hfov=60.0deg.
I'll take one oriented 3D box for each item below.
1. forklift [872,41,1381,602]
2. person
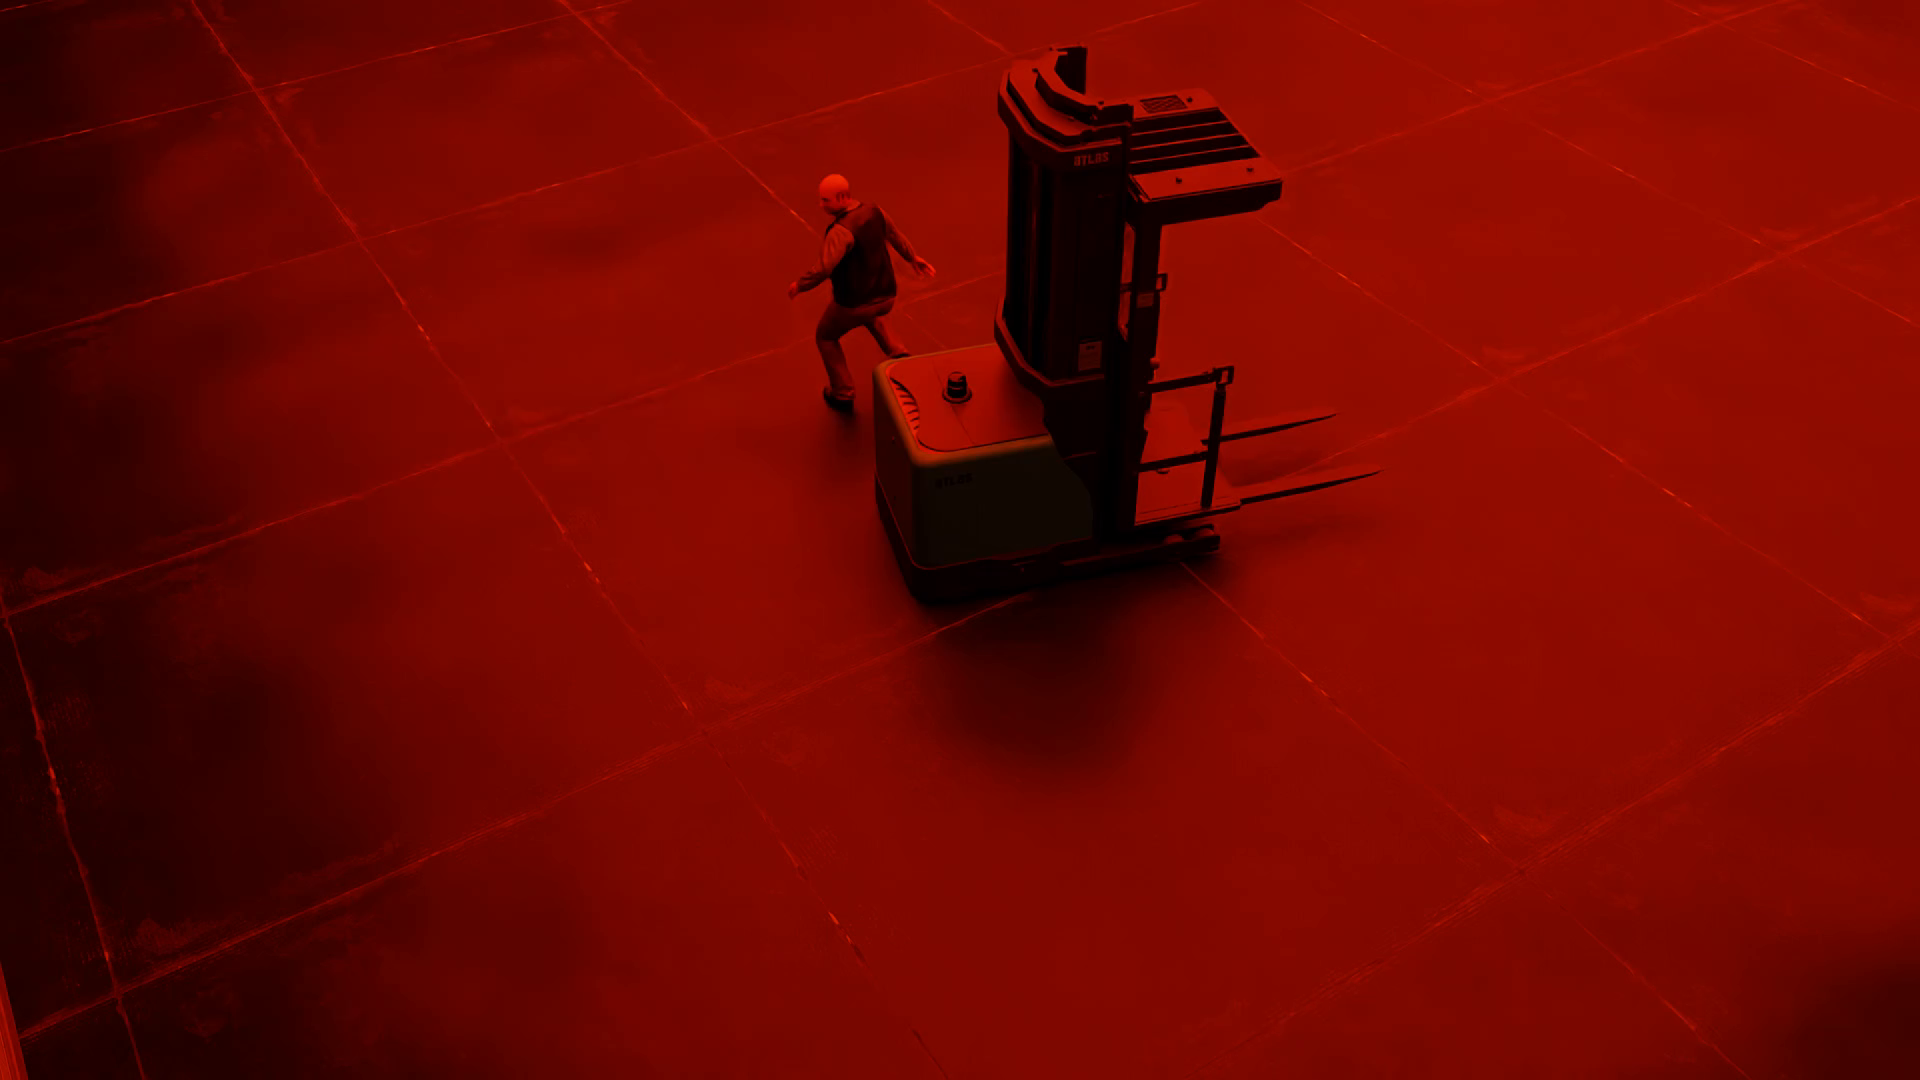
[{"bbox_3d":[1.054,-1.298,9.356,3.031,2.935,1.130,-11,42,-12],"label":"forklift"},{"bbox_3d":[-0.624,-1.634,10.844,0.502,1.608,0.967,32,50,31],"label":"person"}]
